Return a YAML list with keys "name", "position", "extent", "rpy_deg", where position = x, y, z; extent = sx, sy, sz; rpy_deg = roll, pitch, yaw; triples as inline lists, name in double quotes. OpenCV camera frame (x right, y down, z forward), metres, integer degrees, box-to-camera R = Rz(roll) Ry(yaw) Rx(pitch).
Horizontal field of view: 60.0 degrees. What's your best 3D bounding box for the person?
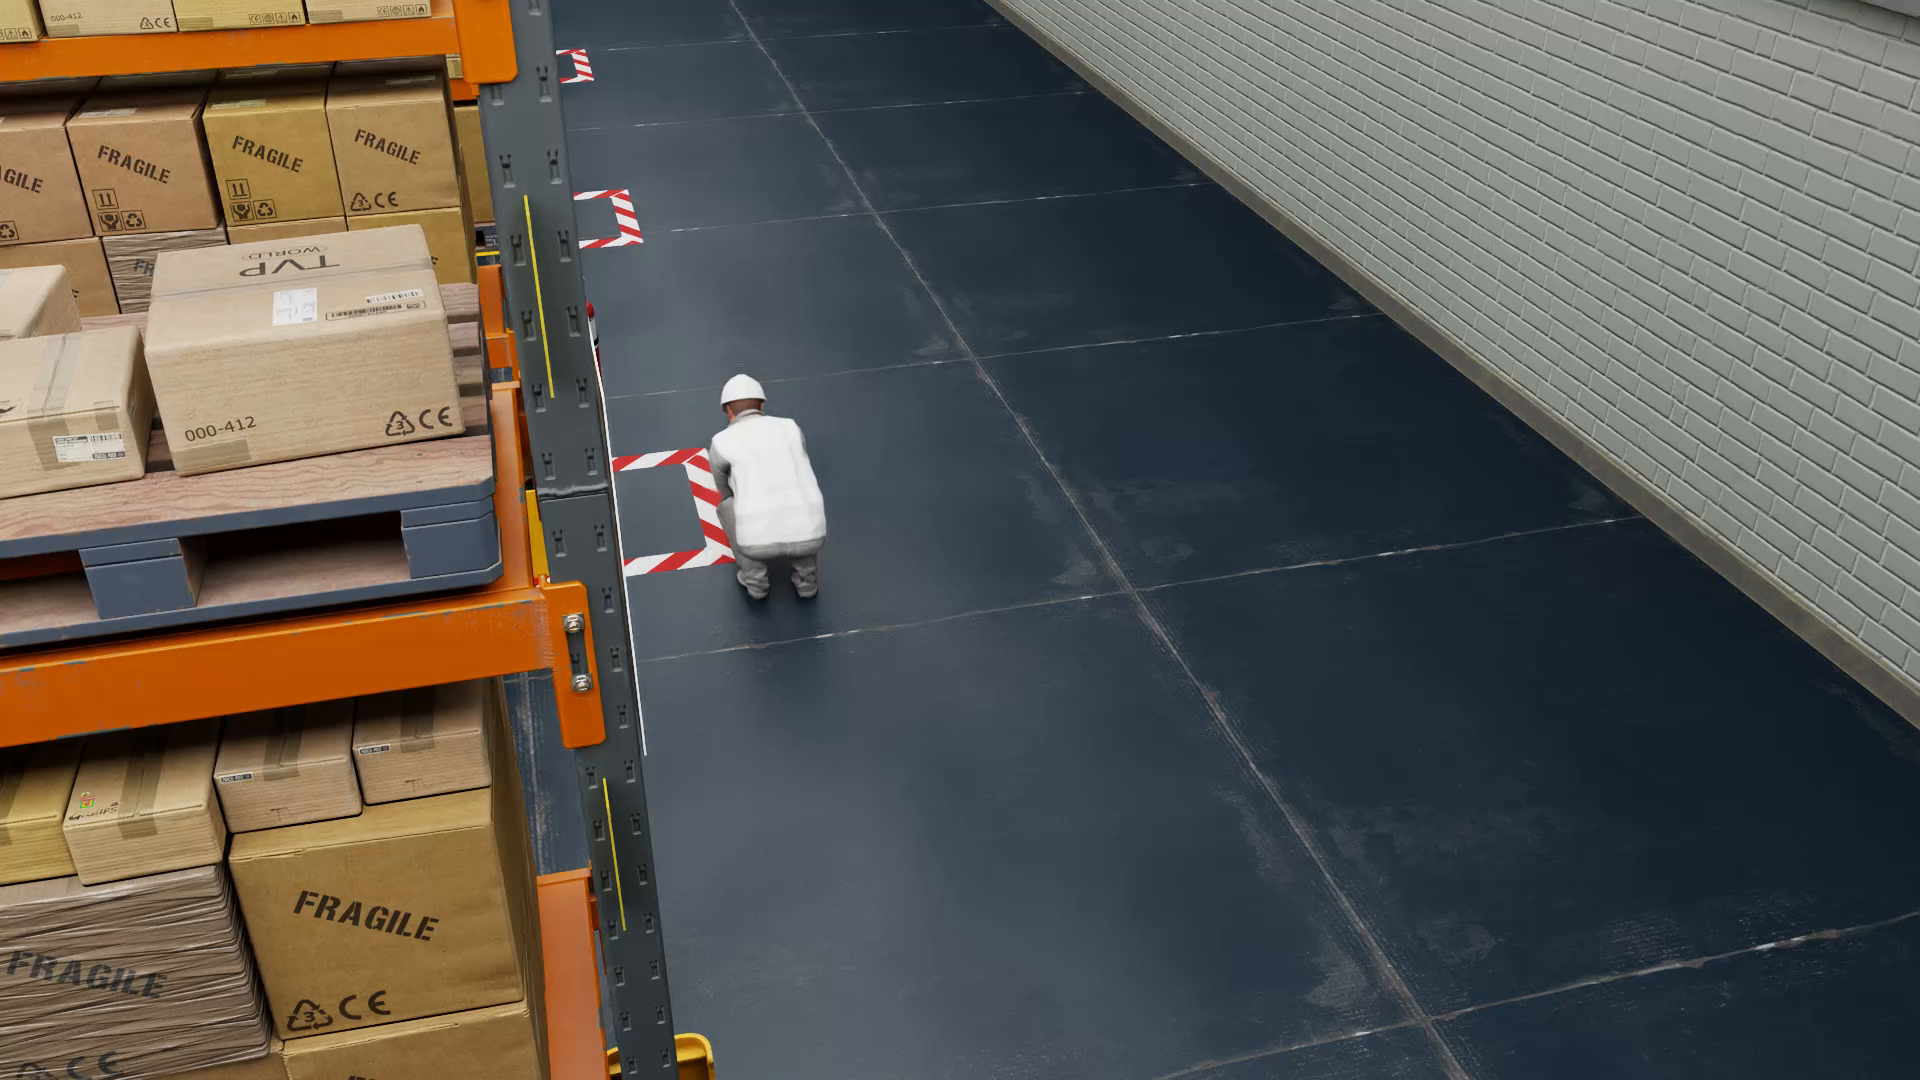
- name: "person"
  position: [-0.968, -0.253, 8.317]
  extent: [0.527, 1.009, 0.843]
  rpy_deg: [-8, 31, -14]
